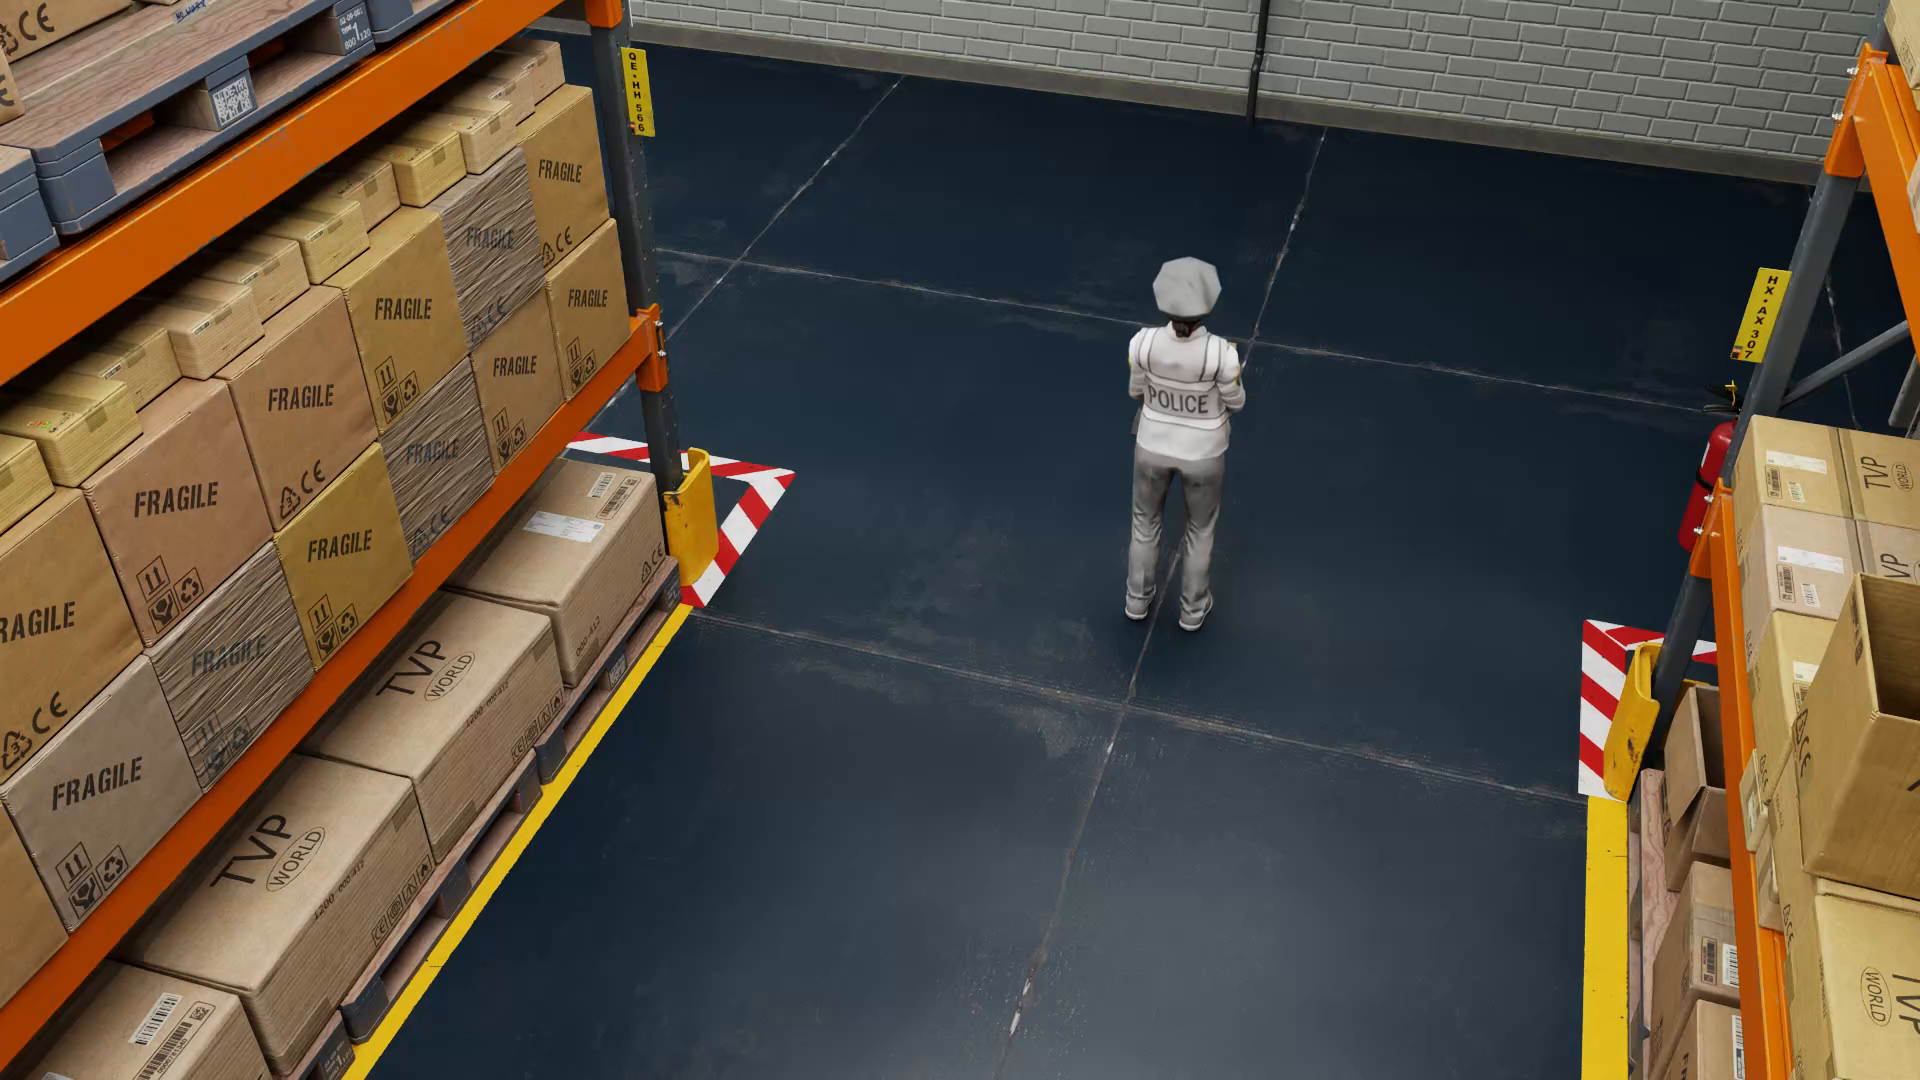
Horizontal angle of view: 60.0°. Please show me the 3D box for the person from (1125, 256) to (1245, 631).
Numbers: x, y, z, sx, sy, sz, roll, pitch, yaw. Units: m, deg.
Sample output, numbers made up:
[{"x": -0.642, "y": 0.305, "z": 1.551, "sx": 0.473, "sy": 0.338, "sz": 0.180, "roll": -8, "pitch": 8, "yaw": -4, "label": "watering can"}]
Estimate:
[{"x": 0.888, "y": -0.405, "z": 6.658, "sx": 0.465, "sy": 1.691, "sz": 0.554, "roll": 11, "pitch": 39, "yaw": 14, "label": "person"}]
